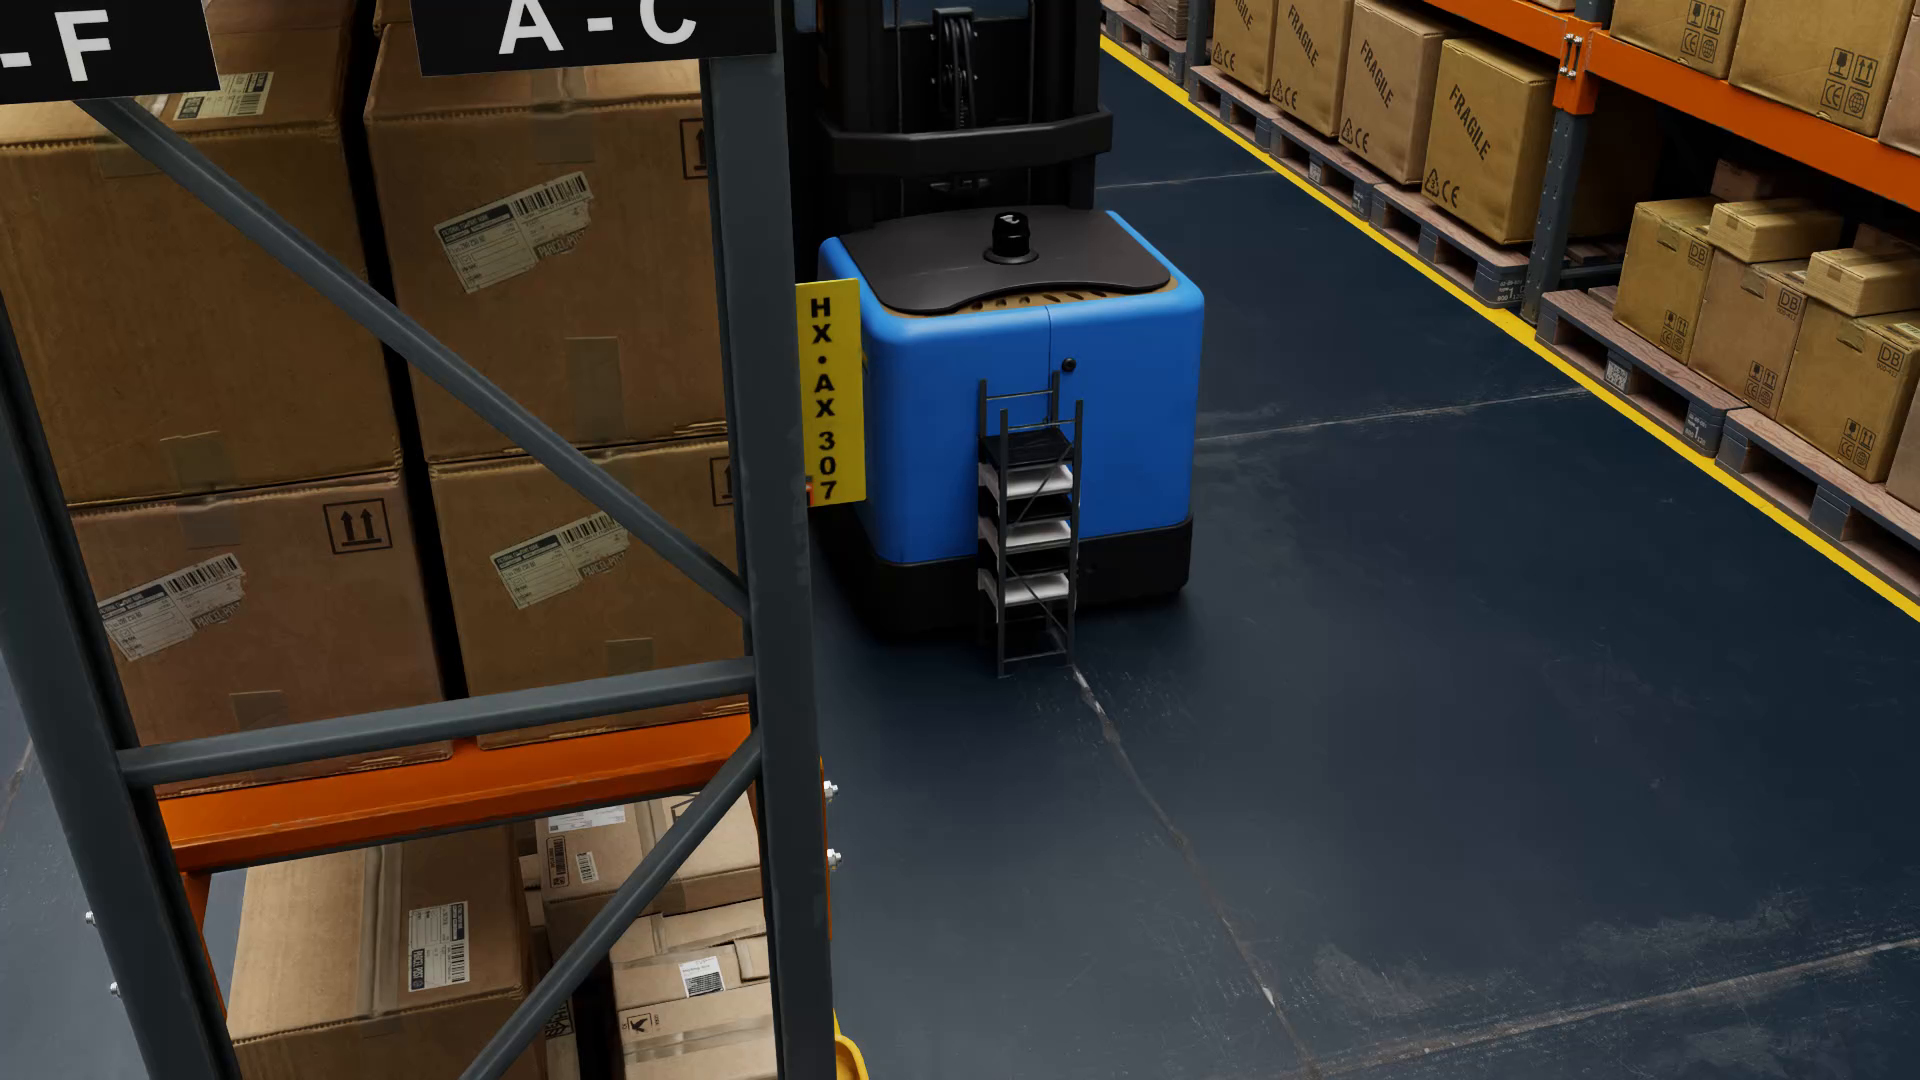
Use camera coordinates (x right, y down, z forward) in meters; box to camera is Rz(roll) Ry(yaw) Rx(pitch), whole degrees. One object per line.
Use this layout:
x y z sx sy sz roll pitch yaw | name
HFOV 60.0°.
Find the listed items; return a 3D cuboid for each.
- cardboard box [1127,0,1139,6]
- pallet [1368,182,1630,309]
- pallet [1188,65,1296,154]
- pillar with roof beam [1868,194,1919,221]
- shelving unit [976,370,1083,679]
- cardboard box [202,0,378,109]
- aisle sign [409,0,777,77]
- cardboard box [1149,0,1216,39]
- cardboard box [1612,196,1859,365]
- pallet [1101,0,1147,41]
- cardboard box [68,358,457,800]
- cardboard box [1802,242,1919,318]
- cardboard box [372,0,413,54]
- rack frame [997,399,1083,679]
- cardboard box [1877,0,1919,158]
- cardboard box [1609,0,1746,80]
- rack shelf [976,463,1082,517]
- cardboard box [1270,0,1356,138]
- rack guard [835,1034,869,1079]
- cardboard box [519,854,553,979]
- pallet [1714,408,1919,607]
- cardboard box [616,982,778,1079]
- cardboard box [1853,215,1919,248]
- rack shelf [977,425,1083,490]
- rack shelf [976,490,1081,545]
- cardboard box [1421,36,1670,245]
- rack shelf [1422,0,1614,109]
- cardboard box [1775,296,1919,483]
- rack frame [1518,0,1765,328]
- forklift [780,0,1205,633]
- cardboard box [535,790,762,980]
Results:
1.524 -4.218 12.100 0.700 0.500 0.500 -8 31 -14 | cardboard box
2.734 -1.492 8.118 1.003 0.211 1.213 -8 31 -13 | pallet
2.086 -2.671 10.154 1.003 0.211 1.213 -8 31 -13 | pallet
-0.120 -4.138 3.915 9.100 9.000 0.400 -8 31 -13 | pillar with roof beam
0.200 -0.035 4.913 0.258 0.900 0.210 -8 31 -14 | shelving unit
-1.220 -0.643 2.768 0.500 0.500 0.500 -7 31 -12 | cardboard box
-0.401 -0.875 1.673 0.394 0.787 0.004 -8 31 -13 | aisle sign
1.708 -3.718 11.235 0.700 0.500 0.500 -7 31 -13 | cardboard box
3.111 -1.062 6.666 0.700 0.500 0.500 -7 31 -13 | cardboard box
1.423 -4.027 12.497 1.003 0.211 1.213 -8 31 -13 | pallet
-1.084 0.032 2.600 0.500 0.500 0.500 -7 31 -12 | cardboard box
3.164 -0.901 5.740 0.380 0.149 0.250 -9 31 -15 | cardboard box
-0.712 -0.721 2.904 0.500 0.500 0.500 -8 31 -13 | cardboard box
0.227 0.014 4.828 0.240 0.900 0.006 -8 31 -14 | rack frame
3.530 -1.499 5.046 0.980 0.700 0.700 -9 31 -16 | cardboard box
3.139 -2.202 6.261 0.980 0.700 0.700 -7 31 -13 | cardboard box
0.200 -0.162 4.839 0.258 0.077 0.200 -8 31 -14 | rack shelf
2.244 -2.723 9.187 0.750 0.750 0.750 -8 31 -14 | cardboard box
-0.722 1.301 3.003 1.175 0.500 0.348 -8 31 -13 | rack guard
-1.105 0.854 3.669 0.380 0.166 0.250 -8 31 -13 | cardboard box
3.465 -0.162 5.819 1.003 0.211 1.213 -8 31 -13 | pallet
-0.482 1.051 3.346 0.380 0.149 0.250 -8 31 -13 | cardboard box
3.476 -1.057 6.011 0.380 0.149 0.250 -9 31 -15 | cardboard box
0.200 -0.240 4.794 0.258 0.077 0.200 -8 31 -14 | rack shelf
0.200 -0.084 4.884 0.258 0.077 0.200 -8 31 -14 | rack shelf
2.713 -1.885 7.738 0.750 0.750 0.750 -7 31 -13 | cardboard box
2.480 -2.991 8.642 1.077 0.370 4.000 -8 31 -13 | rack shelf
3.375 -0.570 5.817 0.700 0.500 0.500 -7 31 -12 | cardboard box
3.011 -2.337 6.793 1.000 3.000 0.127 -8 31 -13 | rack frame
-0.151 -1.710 5.778 1.130 2.935 3.031 -8 31 -14 | forklift
-0.706 0.714 3.828 0.500 0.250 0.500 -8 31 -13 | cardboard box
